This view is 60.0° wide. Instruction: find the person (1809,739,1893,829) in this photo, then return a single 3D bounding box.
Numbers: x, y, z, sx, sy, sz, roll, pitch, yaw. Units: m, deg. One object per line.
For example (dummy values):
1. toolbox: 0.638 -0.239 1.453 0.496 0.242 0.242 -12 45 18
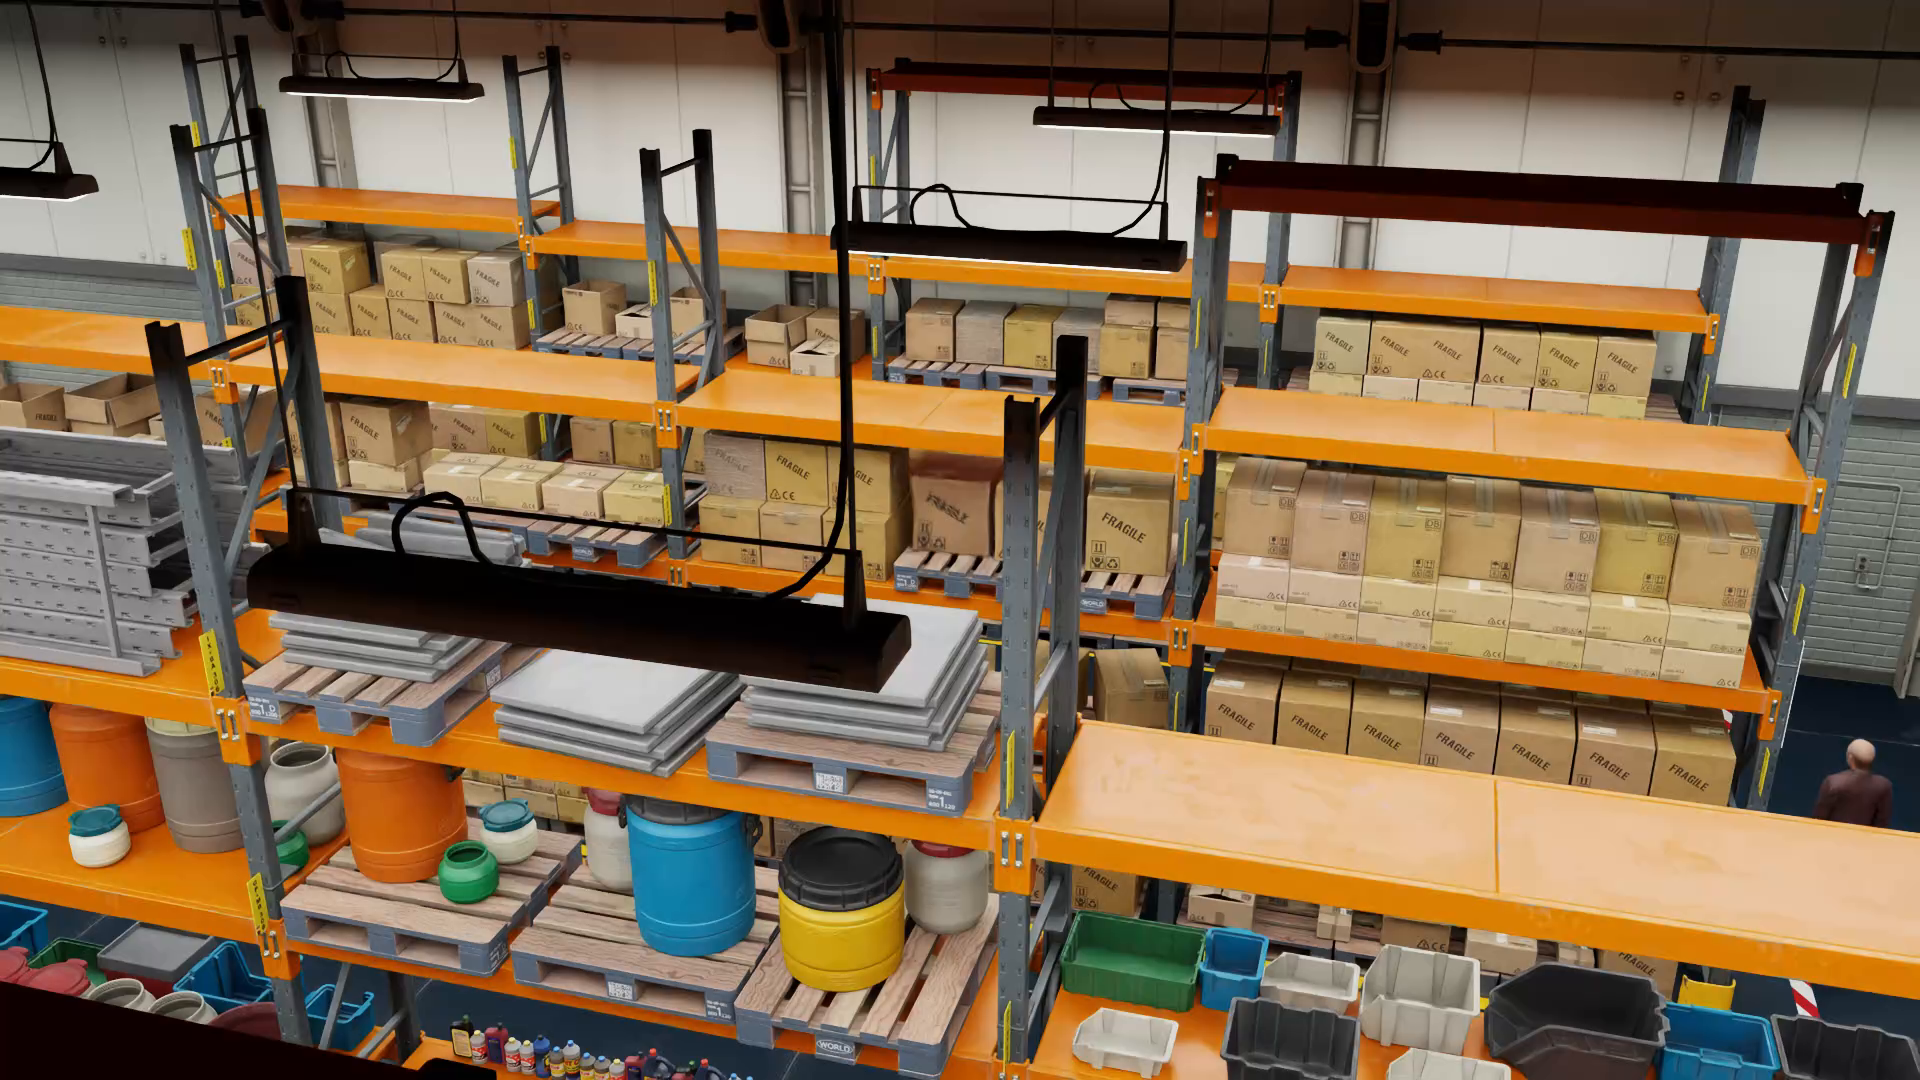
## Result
1. person: 6.781 2.337 12.798 0.638 1.775 0.616 1 23 2
